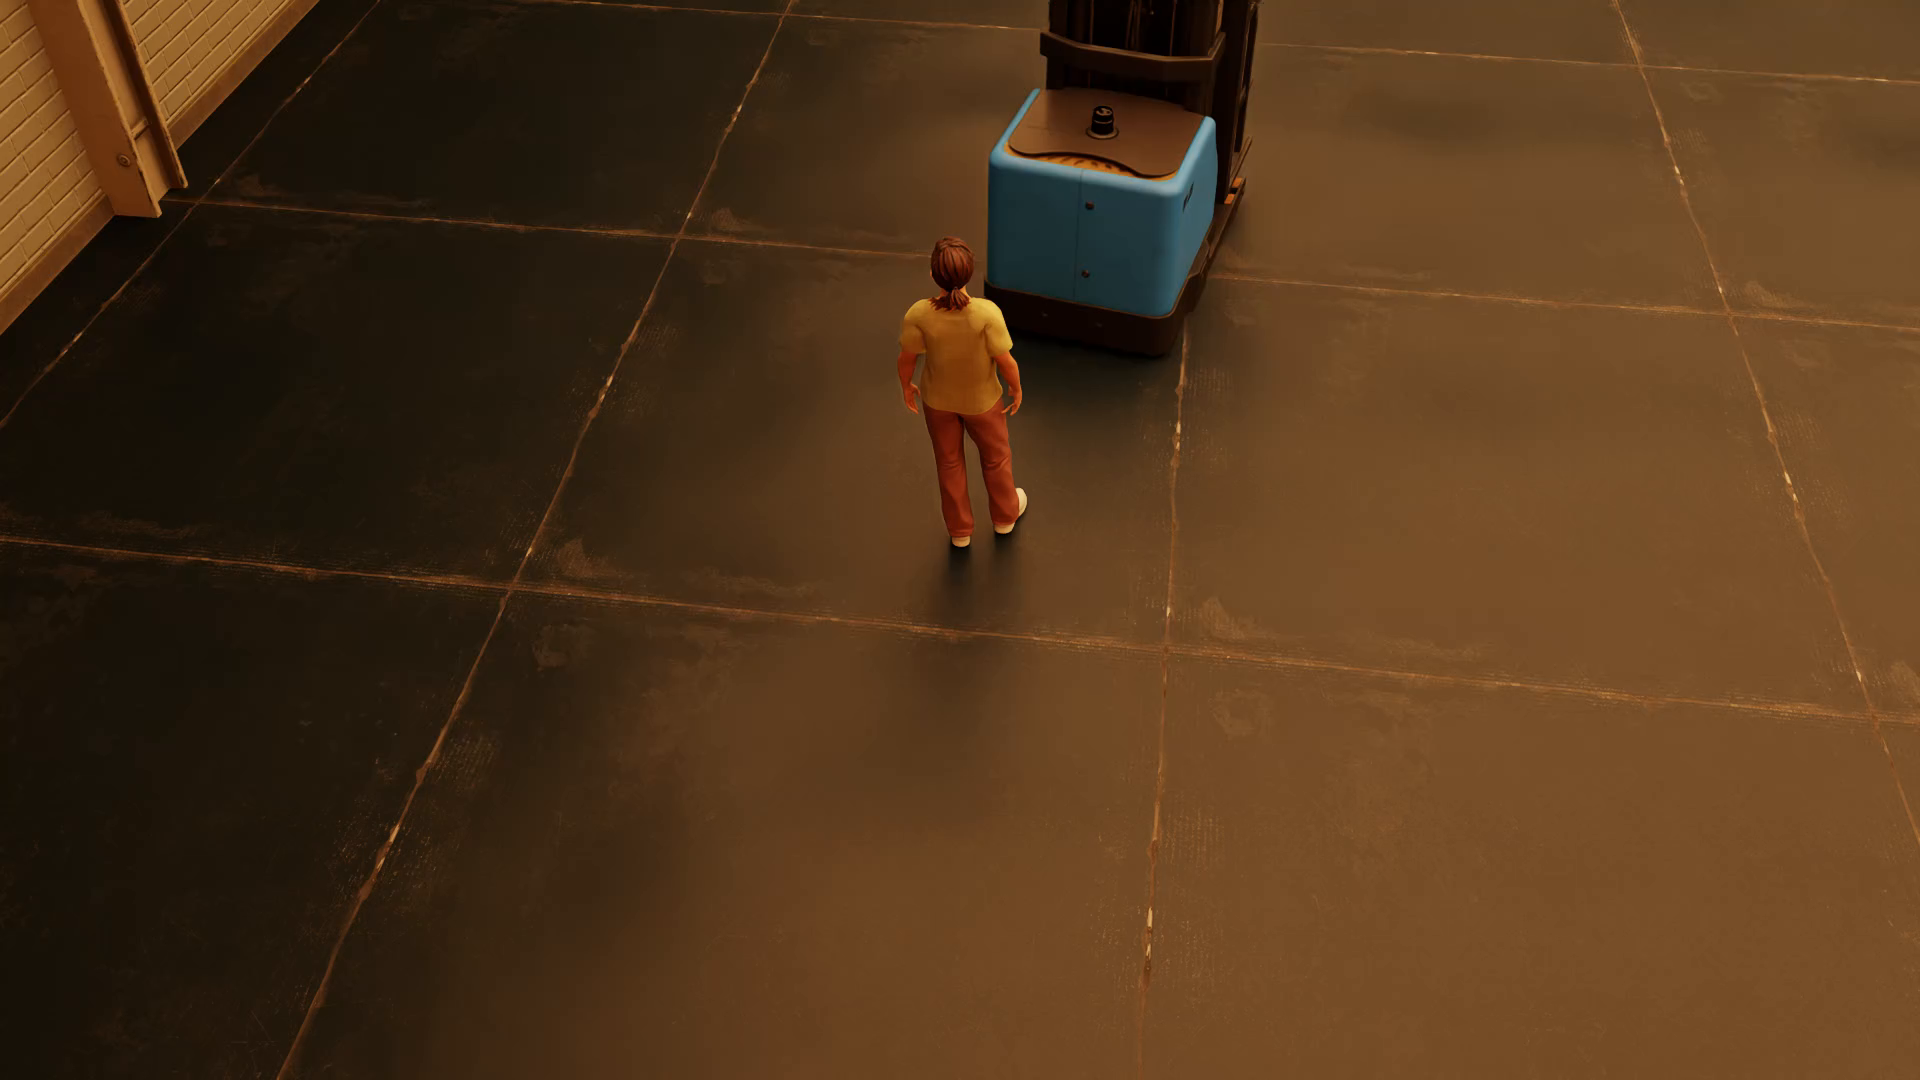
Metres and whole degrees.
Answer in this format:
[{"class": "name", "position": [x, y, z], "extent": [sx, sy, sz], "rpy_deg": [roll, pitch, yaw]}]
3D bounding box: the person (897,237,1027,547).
[{"class": "person", "position": [0.021, -0.670, 7.372], "extent": [0.555, 1.675, 0.549], "rpy_deg": [5, 43, 6]}]

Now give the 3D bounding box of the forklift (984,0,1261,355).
[{"class": "forklift", "position": [1.098, -3.073, 9.069], "extent": [1.130, 2.935, 3.031], "rpy_deg": [13, 44, 14]}]
